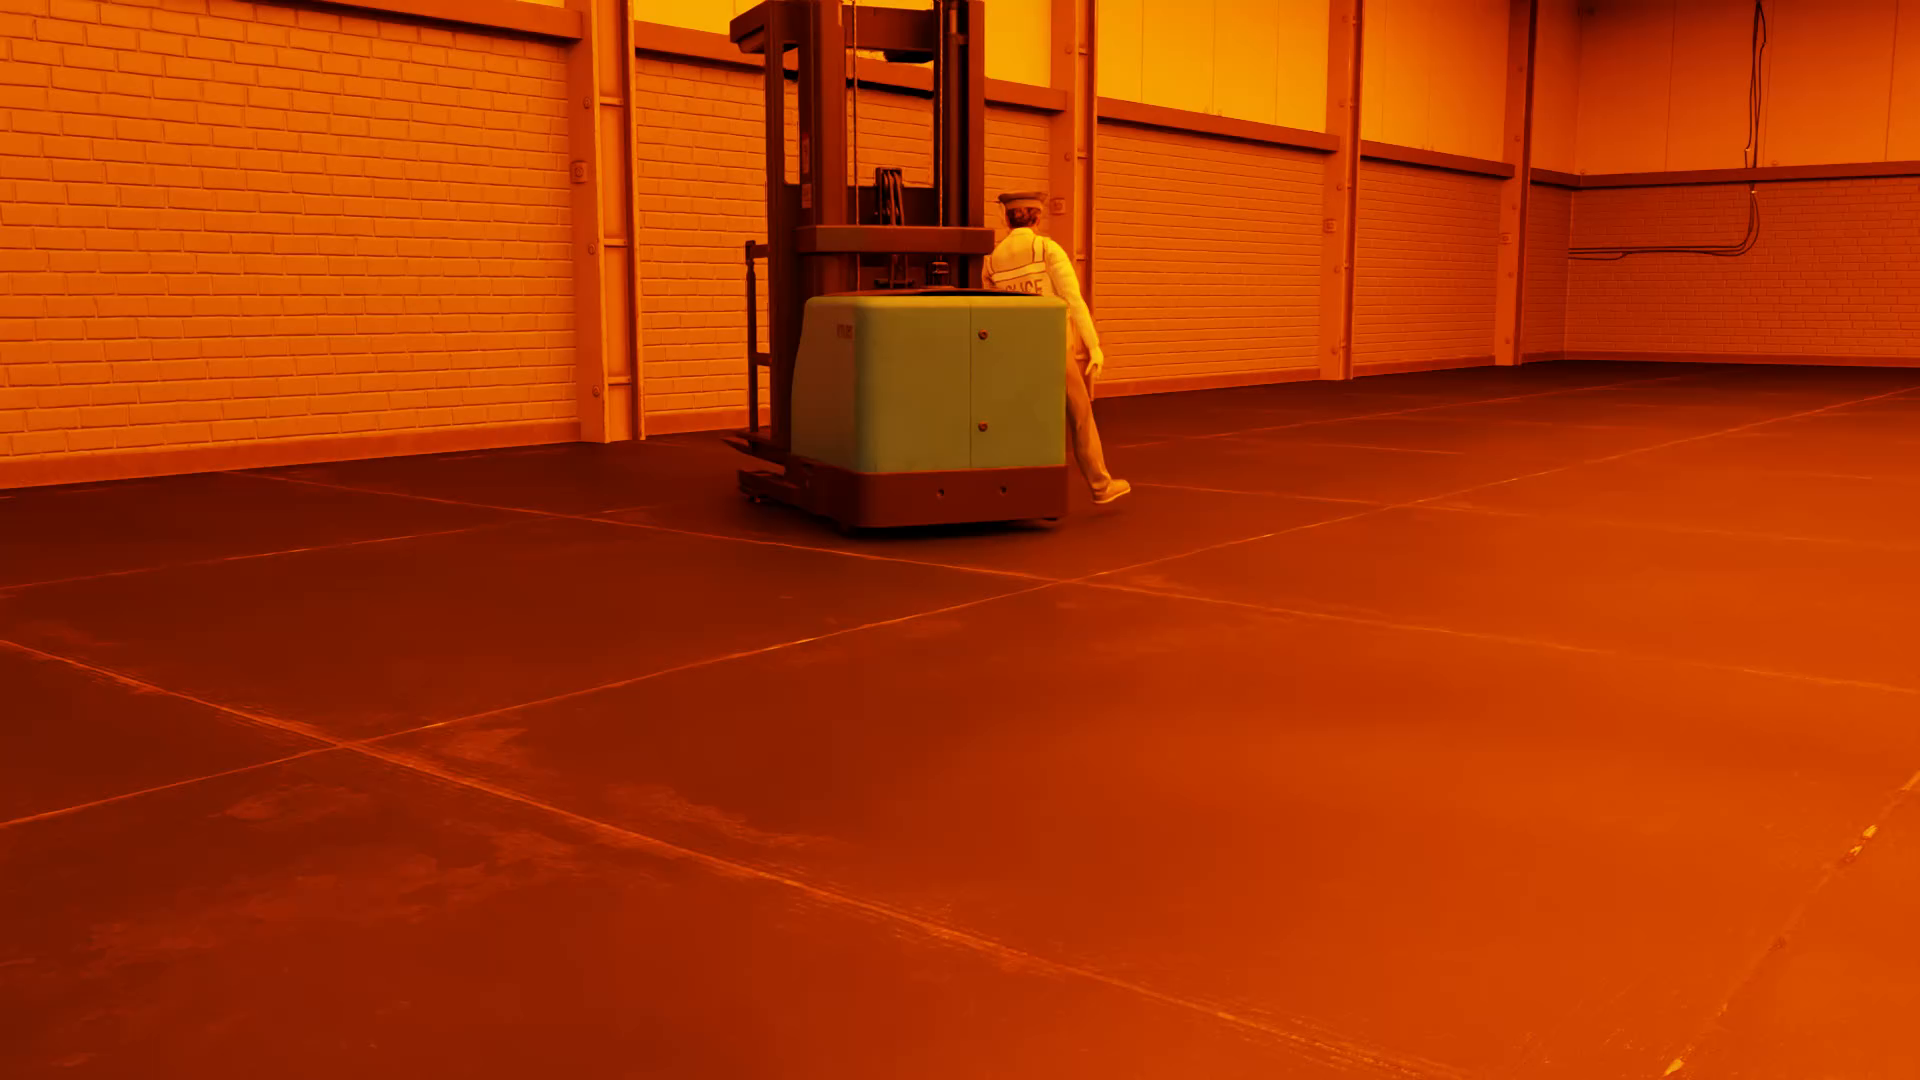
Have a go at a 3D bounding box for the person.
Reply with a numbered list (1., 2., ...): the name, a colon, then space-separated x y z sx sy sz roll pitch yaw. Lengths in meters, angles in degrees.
1. person: 0.414 -0.925 8.169 0.772 1.559 0.870 4 9 28

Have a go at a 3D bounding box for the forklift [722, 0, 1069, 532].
1. forklift: -0.535 -1.659 8.621 1.130 2.935 3.031 -3 9 -23
